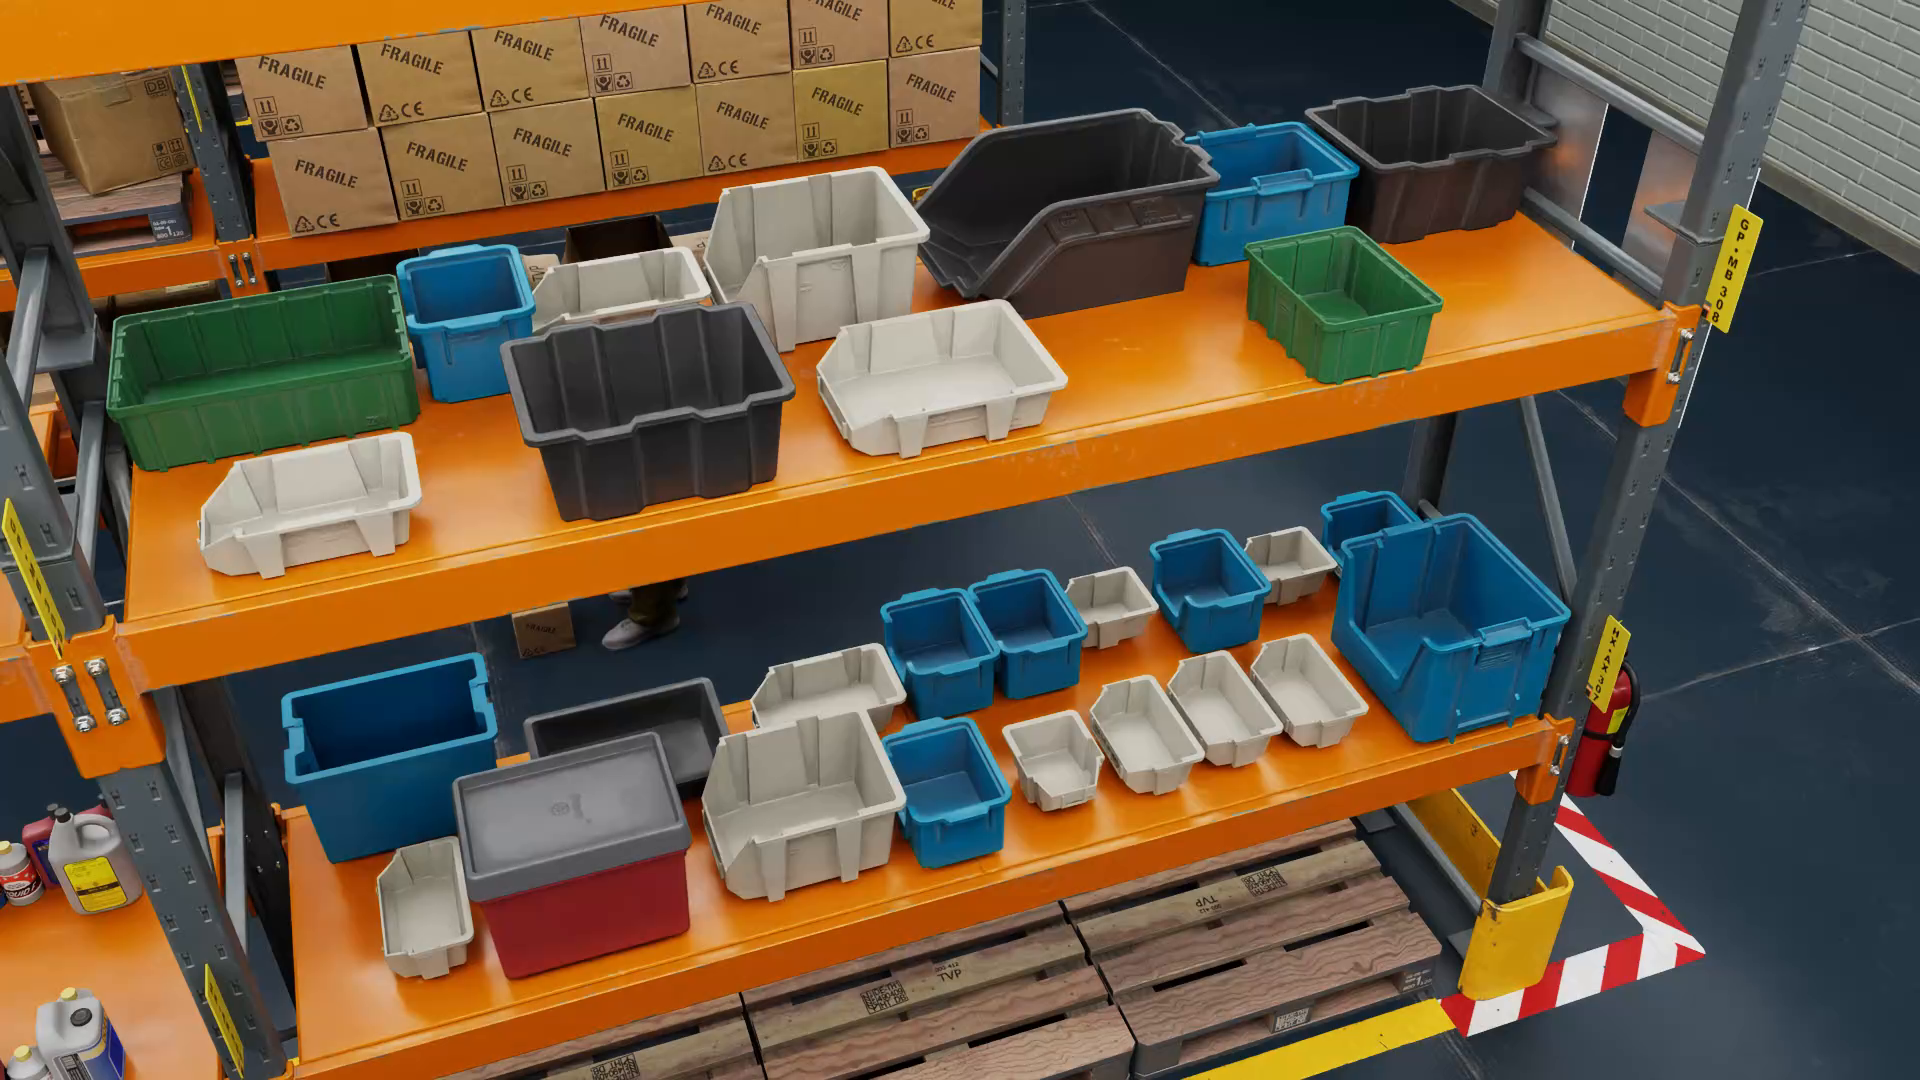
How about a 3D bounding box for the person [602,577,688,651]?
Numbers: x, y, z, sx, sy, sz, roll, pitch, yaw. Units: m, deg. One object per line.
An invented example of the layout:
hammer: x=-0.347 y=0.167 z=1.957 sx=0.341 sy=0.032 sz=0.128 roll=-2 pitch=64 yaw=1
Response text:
person: x=-1.475 y=-0.349 z=7.254 sx=0.454 sy=1.789 sz=0.601 roll=-12 pitch=39 yaw=-15
